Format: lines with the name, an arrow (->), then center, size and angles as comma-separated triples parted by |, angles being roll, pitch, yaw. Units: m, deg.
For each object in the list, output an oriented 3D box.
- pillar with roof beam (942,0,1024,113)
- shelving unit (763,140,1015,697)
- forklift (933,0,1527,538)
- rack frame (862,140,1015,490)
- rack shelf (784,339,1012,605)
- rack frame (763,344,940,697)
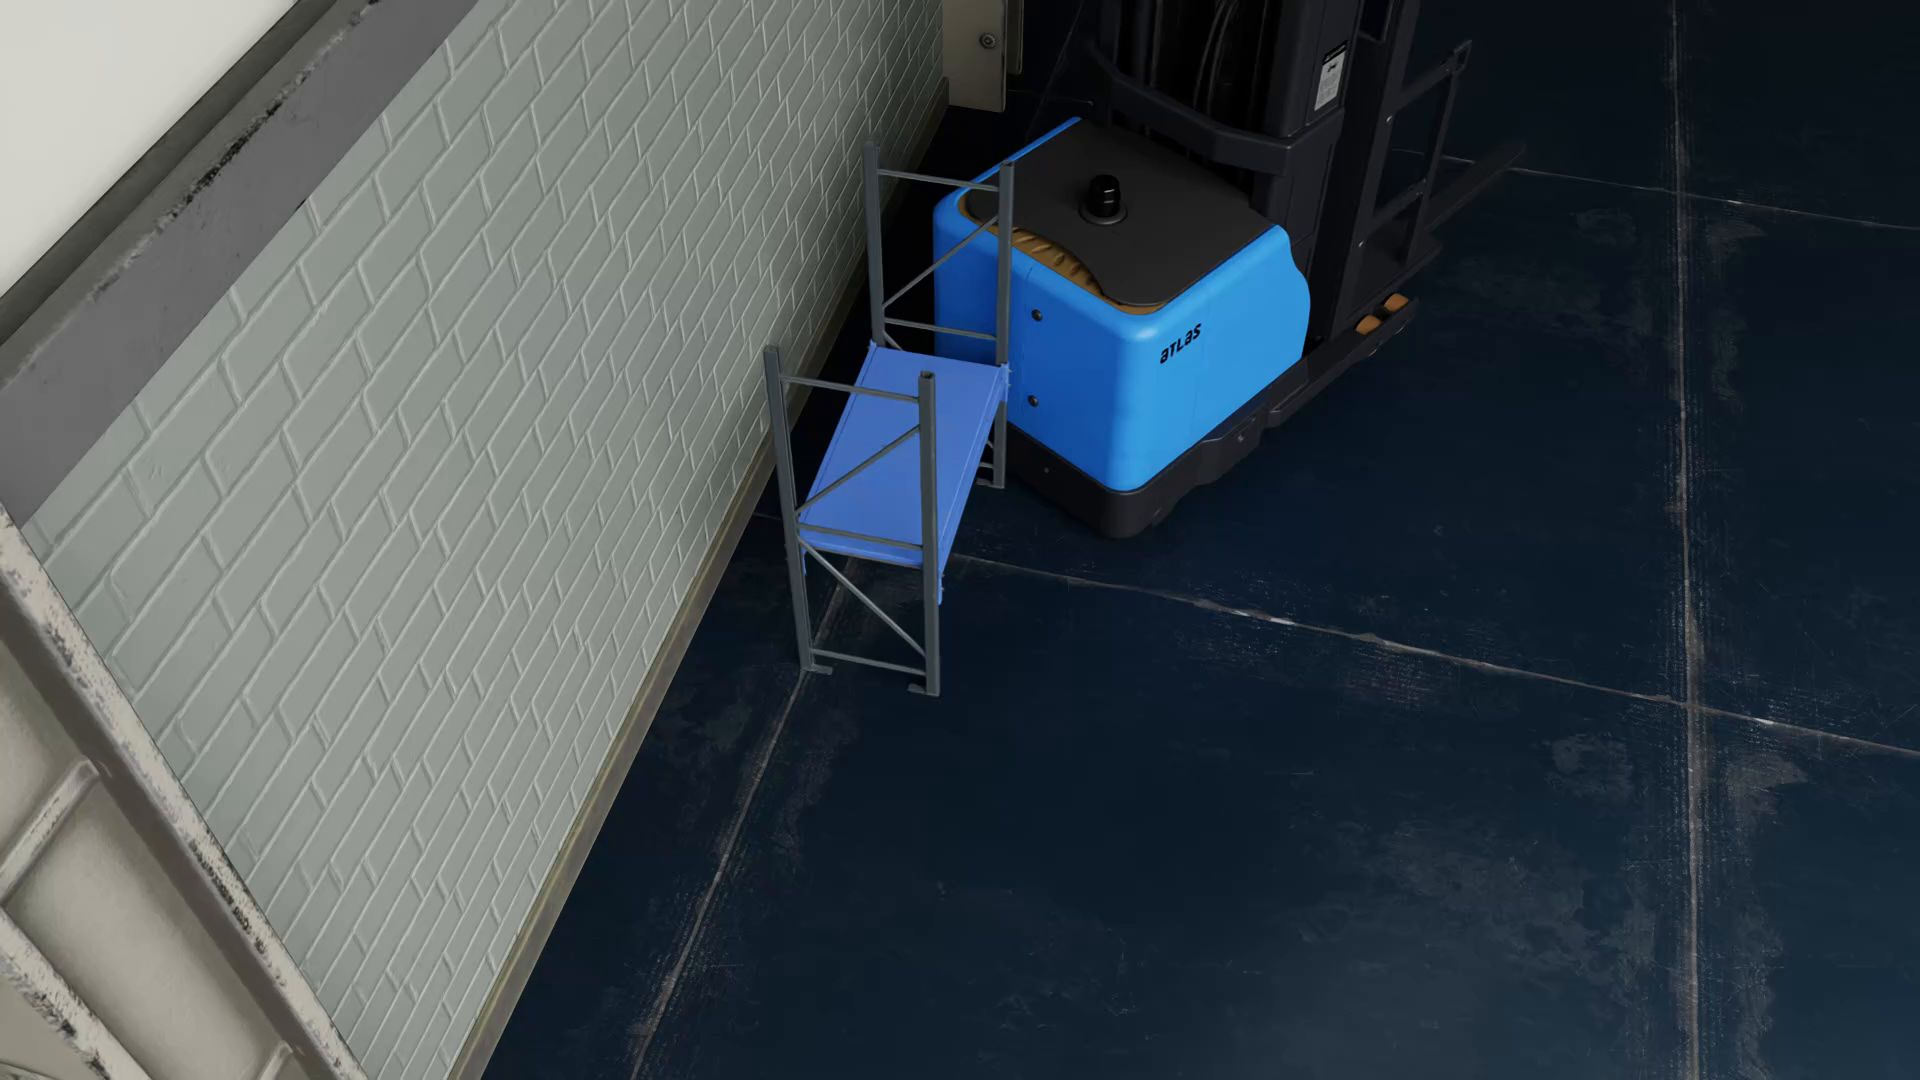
pillar with roof beam -> 4.264, -4.379, 4.113 | 9.100, 9.000, 0.400 | 12, 50, 10
shelving unit -> -0.193, -0.377, 5.582 | 0.538, 1.500, 1.048 | 10, 49, 9
forklift -> 1.276, -1.981, 6.044 | 1.130, 2.935, 3.031 | 36, 58, 28
rack frame -> -0.071, -0.747, 5.909 | 0.500, 1.500, 0.032 | 10, 49, 9
rack shelf -> -0.193, -0.258, 5.717 | 0.538, 0.185, 1.000 | 10, 49, 9
rack frame -> -0.315, -0.007, 5.256 | 0.500, 1.500, 0.032 | 10, 49, 9
